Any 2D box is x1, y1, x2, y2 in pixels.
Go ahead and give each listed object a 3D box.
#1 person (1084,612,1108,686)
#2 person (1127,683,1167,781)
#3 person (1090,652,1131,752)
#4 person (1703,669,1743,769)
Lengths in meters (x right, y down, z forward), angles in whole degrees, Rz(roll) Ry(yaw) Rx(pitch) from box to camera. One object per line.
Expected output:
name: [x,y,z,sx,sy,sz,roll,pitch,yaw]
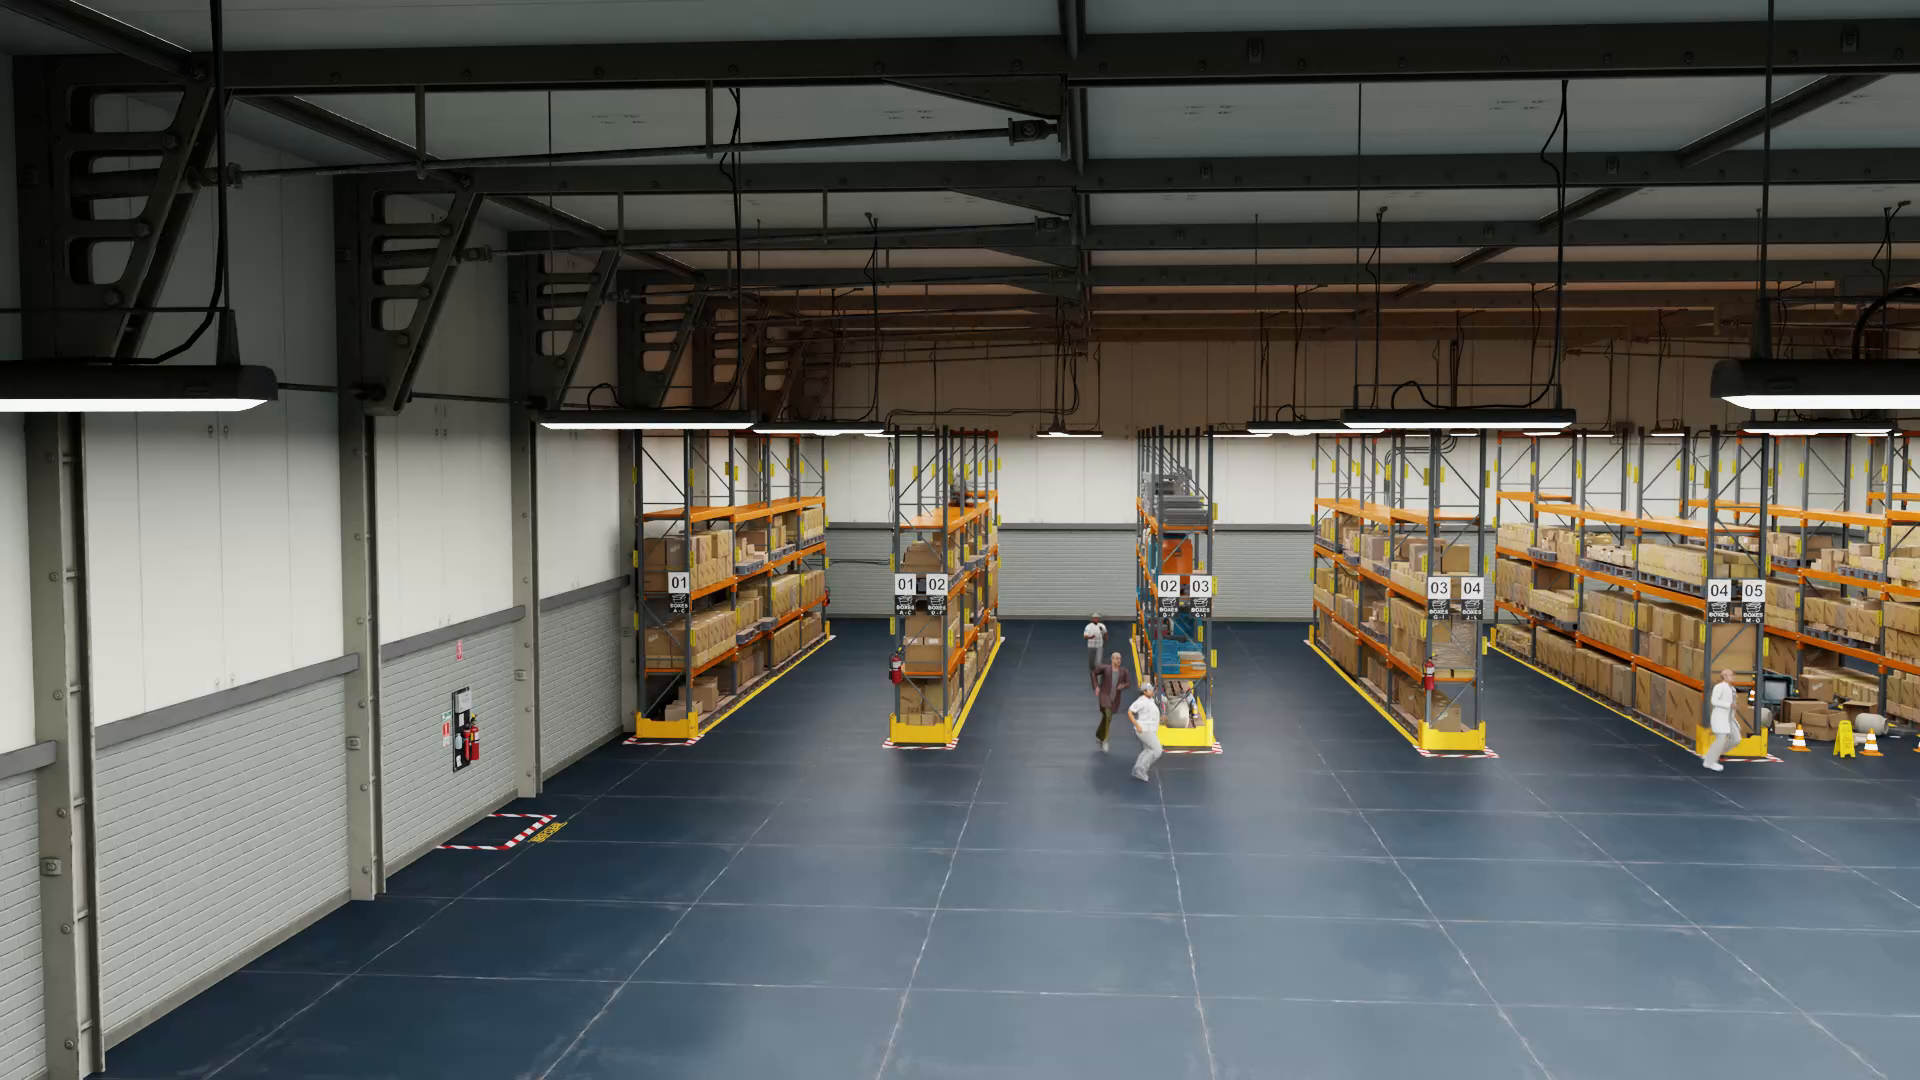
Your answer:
person: [3.171,2.519,38.831,0.569,1.686,0.934,0,3,6]
person: [3.172,3.215,27.920,0.634,1.640,0.586,2,4,27]
person: [2.822,2.984,30.951,0.678,1.801,0.848,-1,4,-18]
person: [13.349,3.118,28.908,0.722,1.734,0.659,-2,4,-35]
